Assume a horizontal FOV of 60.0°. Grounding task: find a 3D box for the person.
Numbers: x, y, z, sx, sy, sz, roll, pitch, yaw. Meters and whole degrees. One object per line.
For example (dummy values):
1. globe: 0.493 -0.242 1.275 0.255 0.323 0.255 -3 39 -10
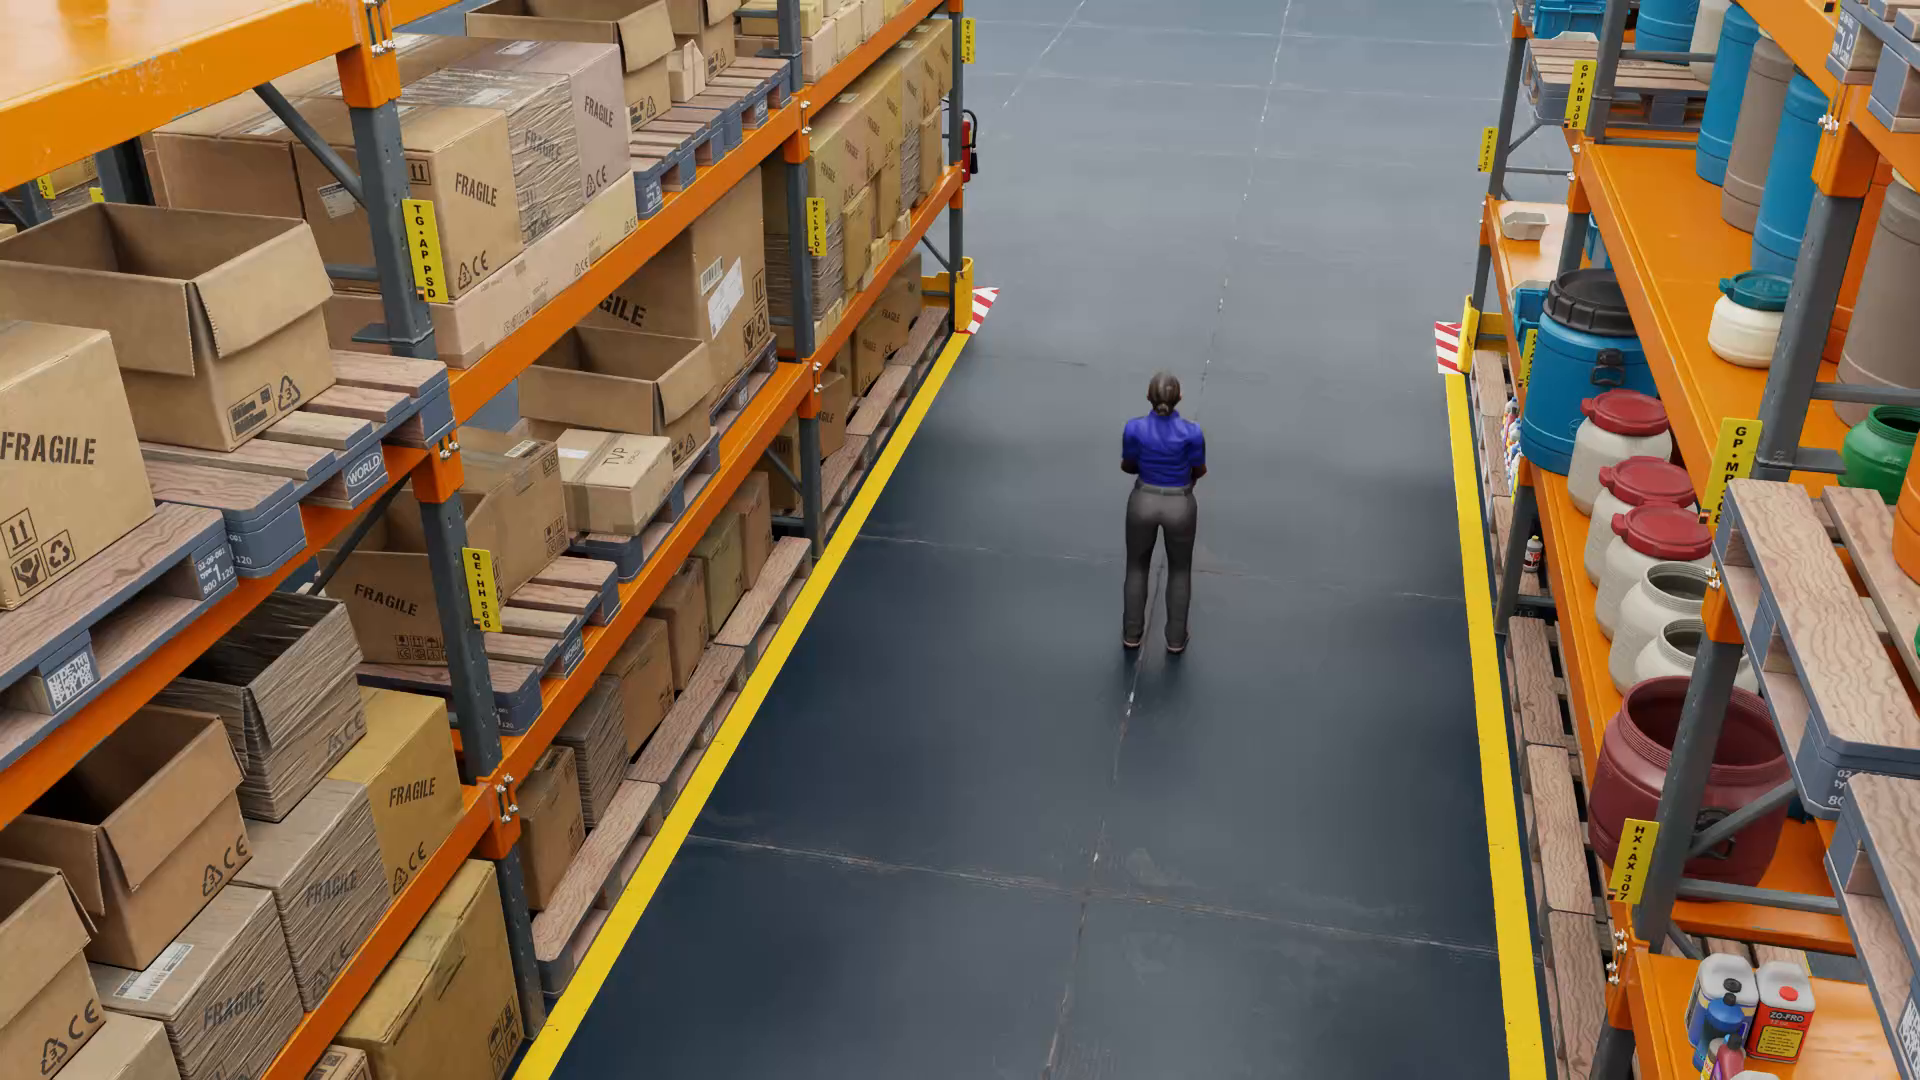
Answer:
1. person: 1.089 -0.194 8.970 0.454 1.652 0.511 6 30 10
